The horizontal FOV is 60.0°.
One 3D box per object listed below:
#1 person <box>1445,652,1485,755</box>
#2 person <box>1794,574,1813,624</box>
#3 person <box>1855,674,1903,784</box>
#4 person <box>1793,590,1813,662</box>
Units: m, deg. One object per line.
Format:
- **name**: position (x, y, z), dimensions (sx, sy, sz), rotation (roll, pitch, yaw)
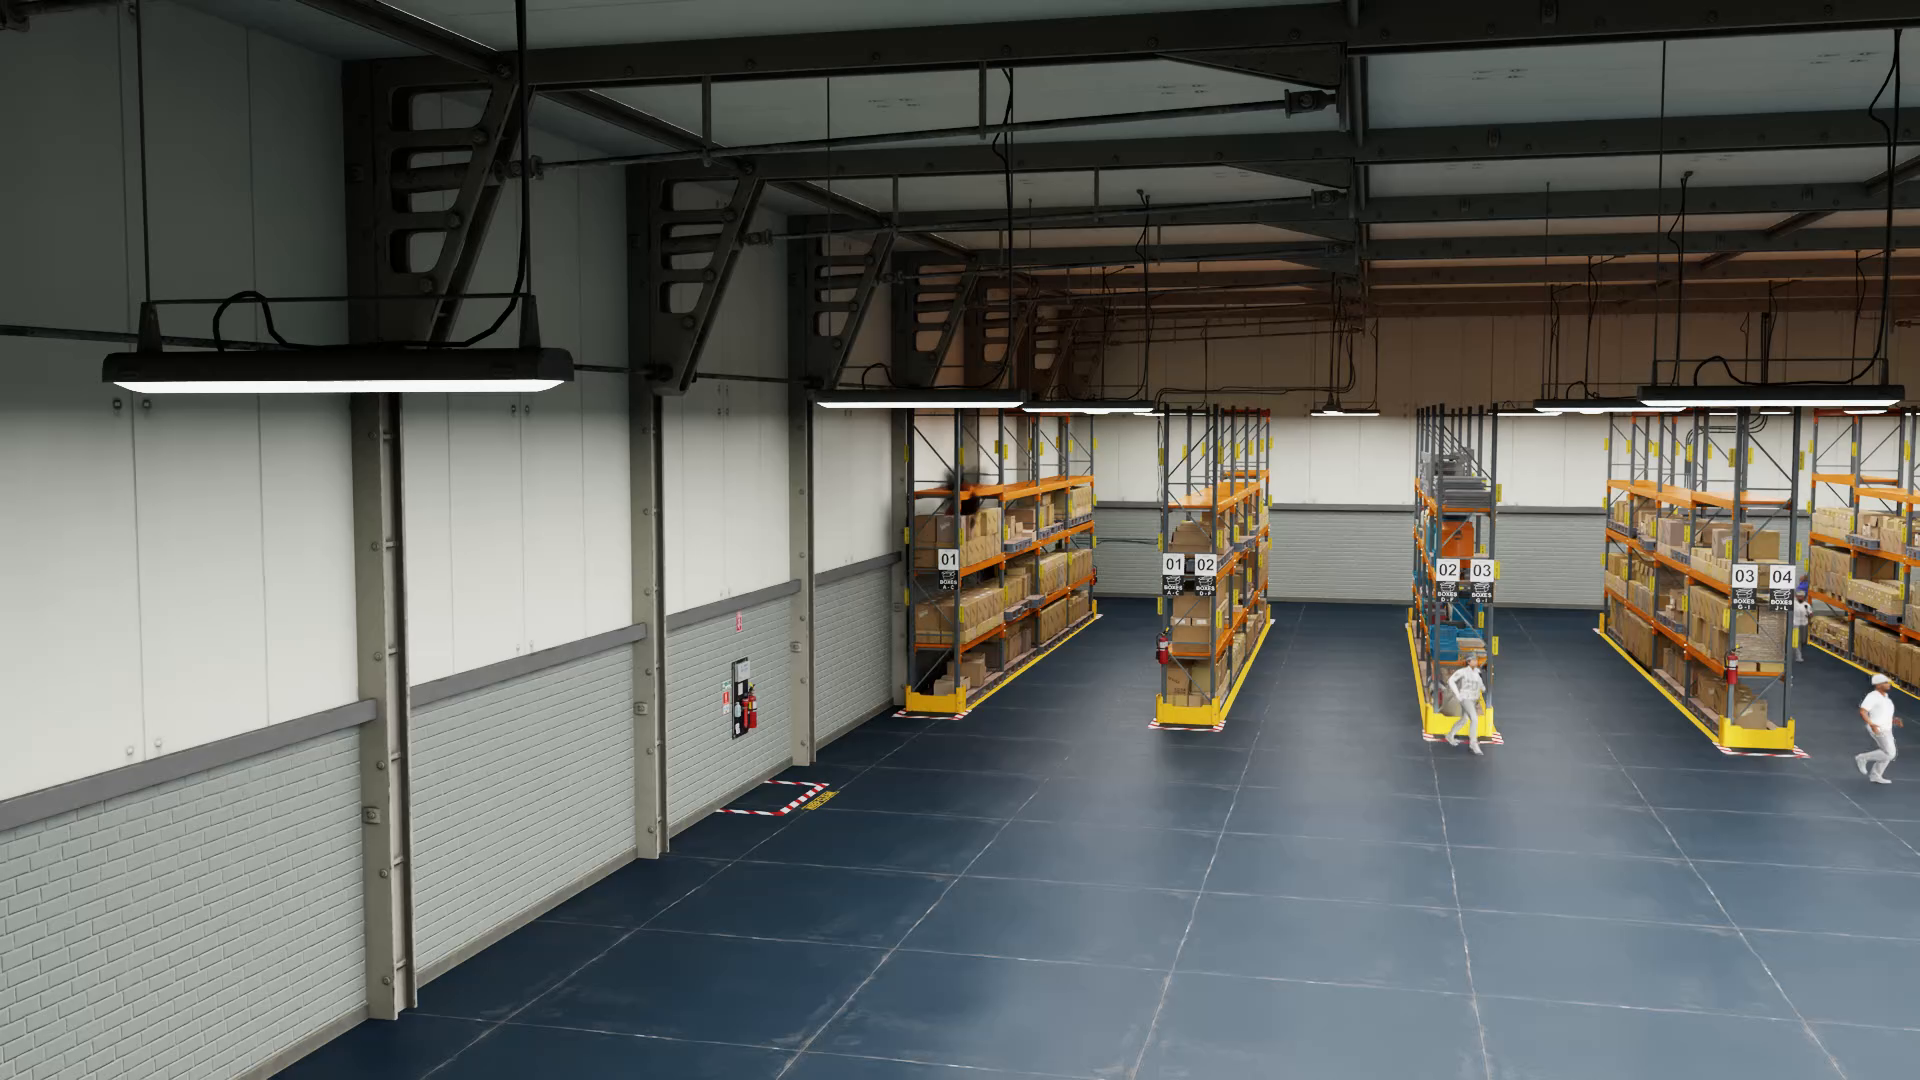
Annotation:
- **person**: position (8.765, 2.778, 28.690), dimensions (0.612, 1.731, 0.825), rotation (-3, 5, -39)
- **person**: position (22.476, 1.679, 44.587), dimensions (0.736, 1.572, 0.647), rotation (3, 5, 34)
- **person**: position (14.450, 2.964, 26.140), dimensions (0.711, 1.720, 0.590), rotation (-4, 6, -43)
- **person**: position (19.856, 2.012, 39.337), dimensions (0.586, 1.672, 0.886), rotation (1, 4, 13)
